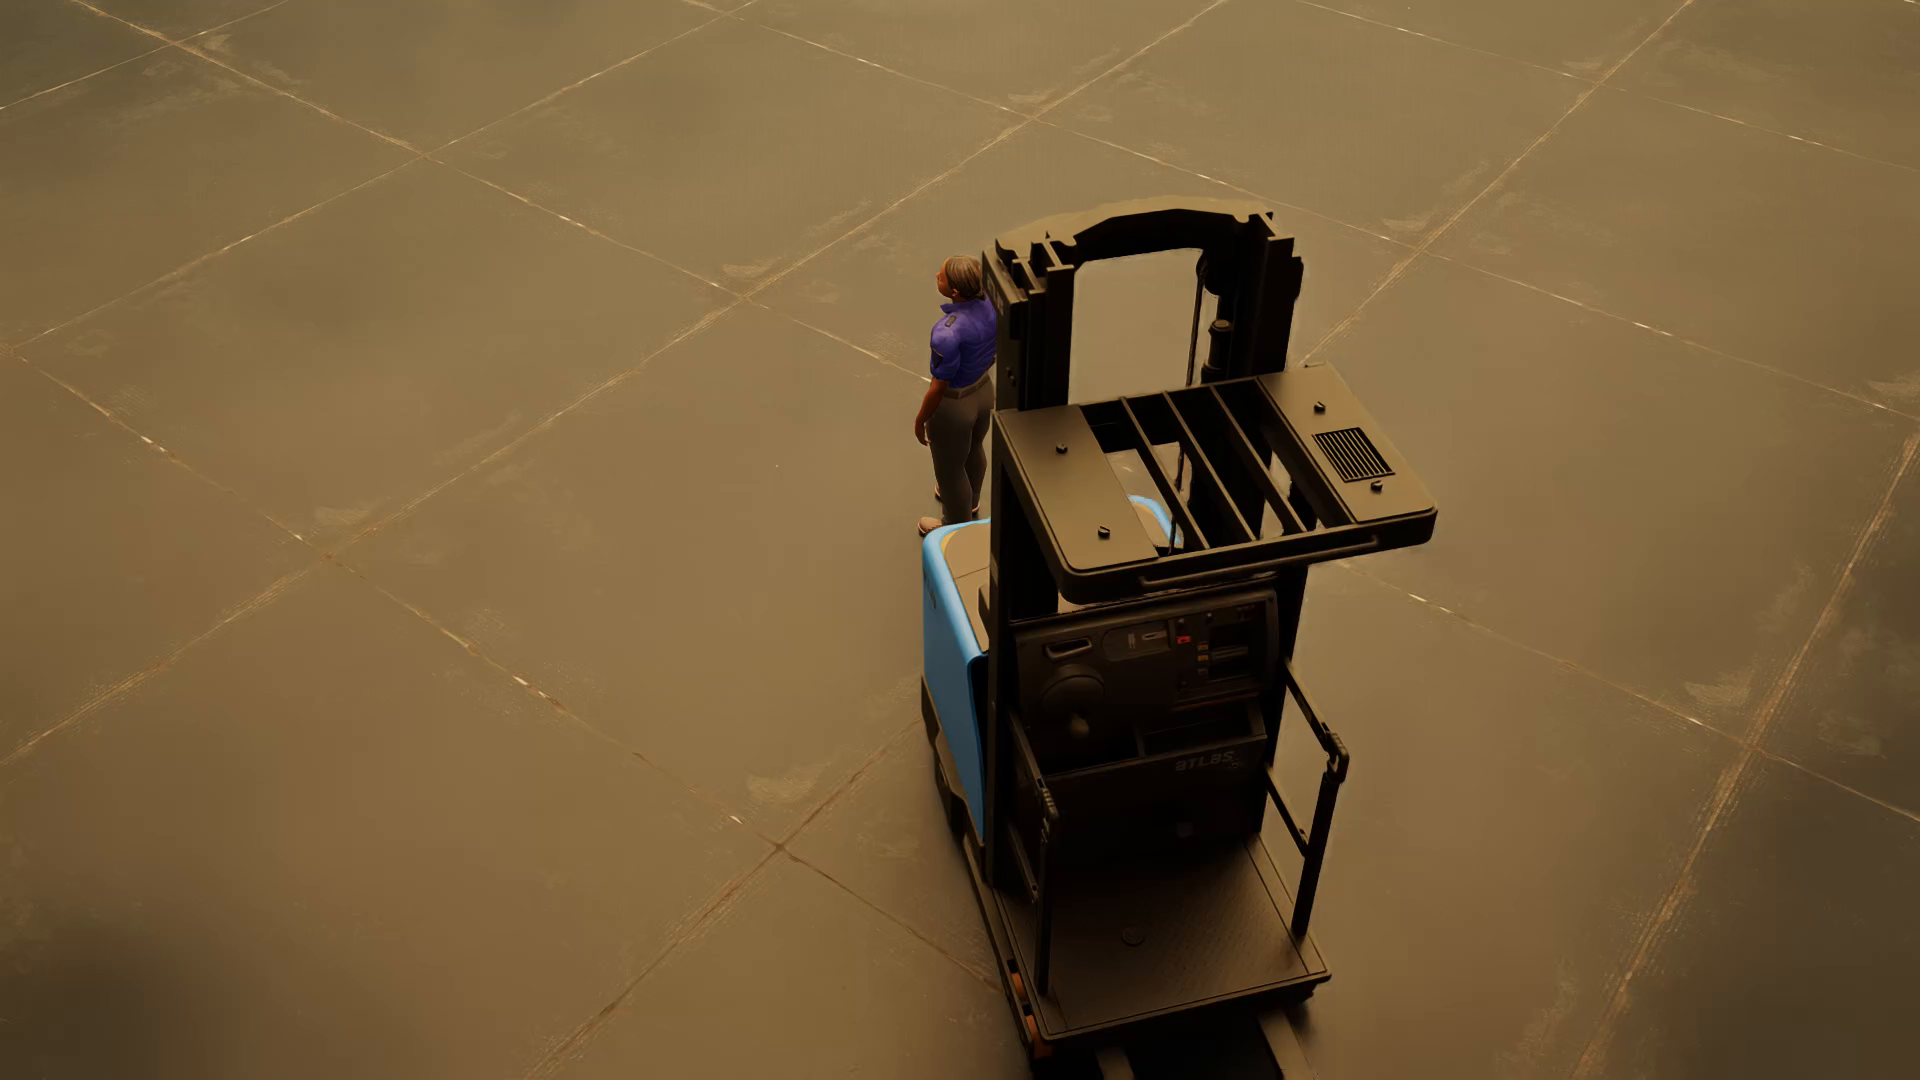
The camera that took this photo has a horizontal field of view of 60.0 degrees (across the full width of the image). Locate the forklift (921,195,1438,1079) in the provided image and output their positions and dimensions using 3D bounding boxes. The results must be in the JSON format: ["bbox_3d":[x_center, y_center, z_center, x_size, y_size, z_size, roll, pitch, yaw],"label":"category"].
[{"bbox_3d":[0.696,0.503,5.484,1.130,2.935,3.031,-10,41,-11],"label":"forklift"}]

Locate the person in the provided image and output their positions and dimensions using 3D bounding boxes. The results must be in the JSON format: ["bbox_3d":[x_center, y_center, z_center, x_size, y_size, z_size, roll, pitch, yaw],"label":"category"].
[{"bbox_3d":[-0.058,-0.680,7.844,0.502,1.657,0.570,26,47,28],"label":"person"}]
